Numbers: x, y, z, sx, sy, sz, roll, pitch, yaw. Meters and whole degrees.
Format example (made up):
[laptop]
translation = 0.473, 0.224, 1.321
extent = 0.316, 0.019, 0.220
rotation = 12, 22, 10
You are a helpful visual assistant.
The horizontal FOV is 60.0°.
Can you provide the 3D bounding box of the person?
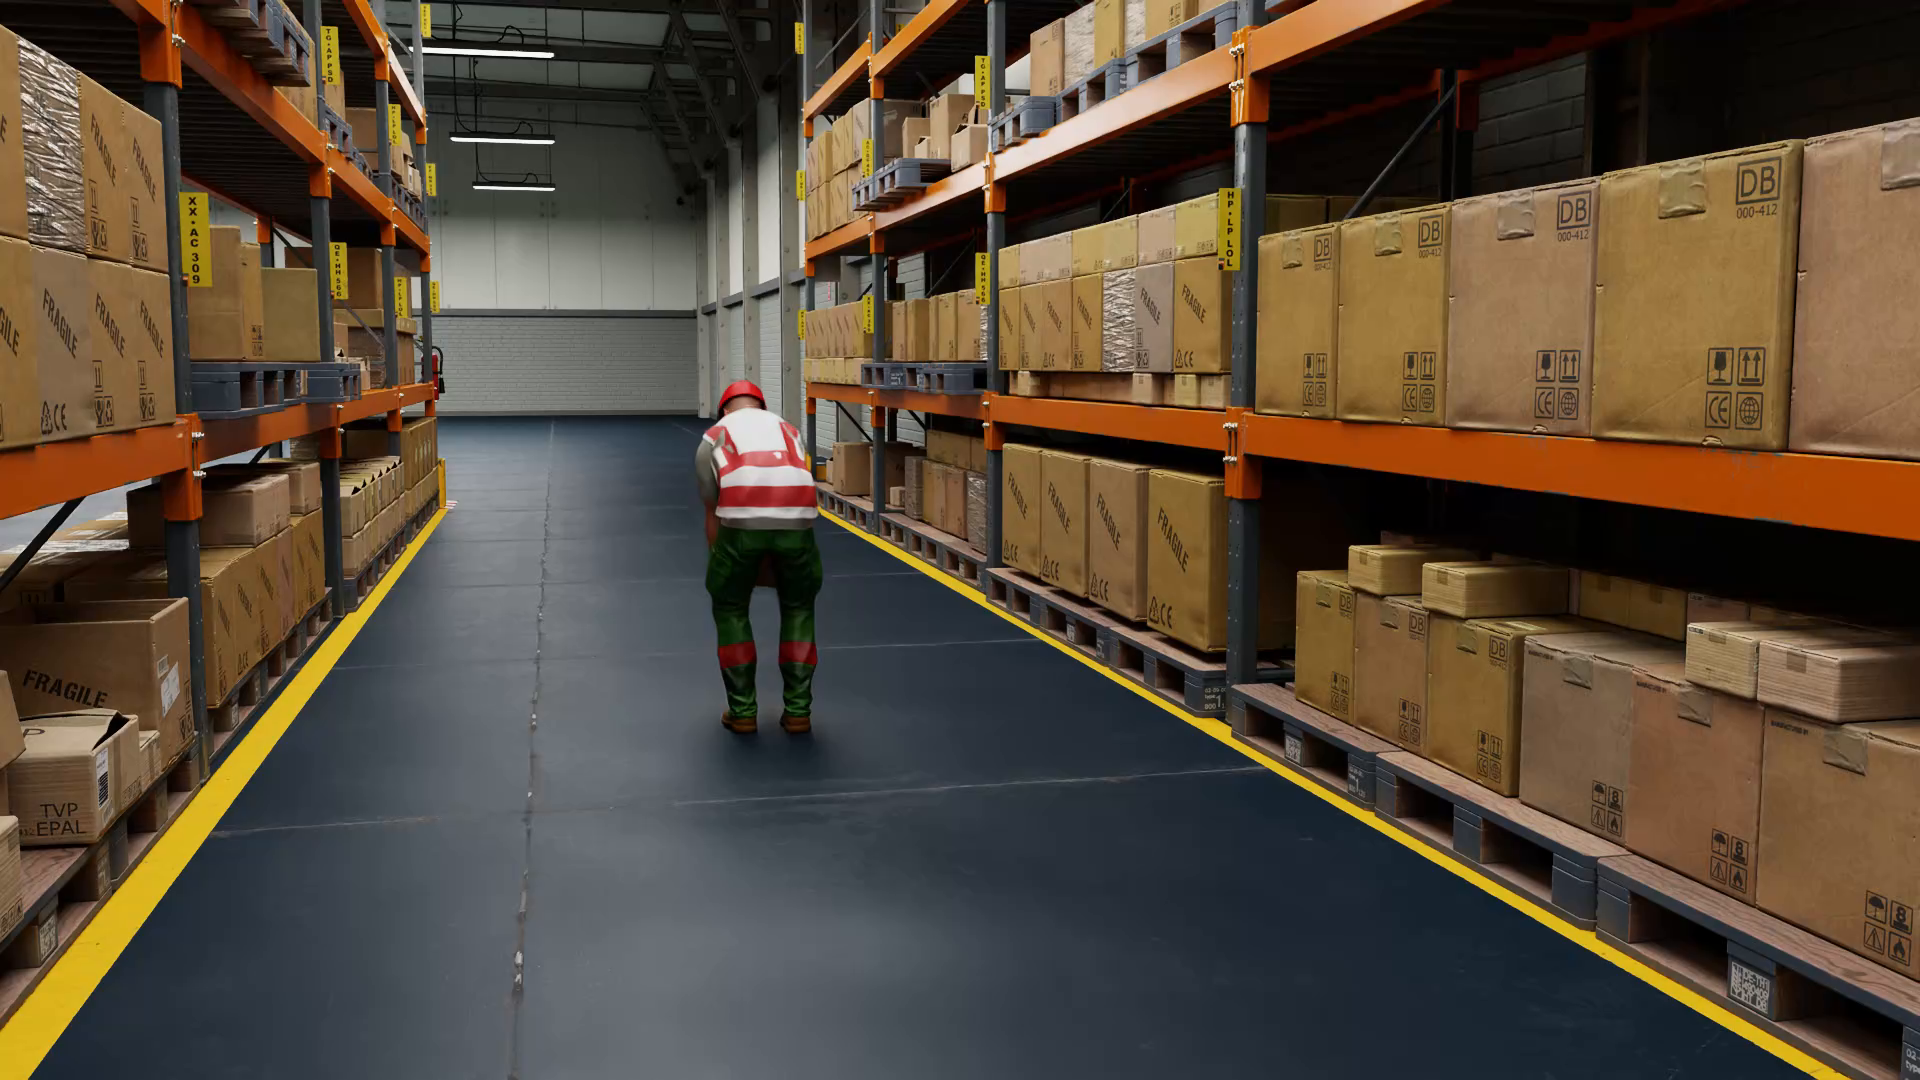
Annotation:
[person]
translation = -0.853, 0.048, 6.997
extent = 0.489, 1.434, 0.872
rotation = -2, 6, -15
